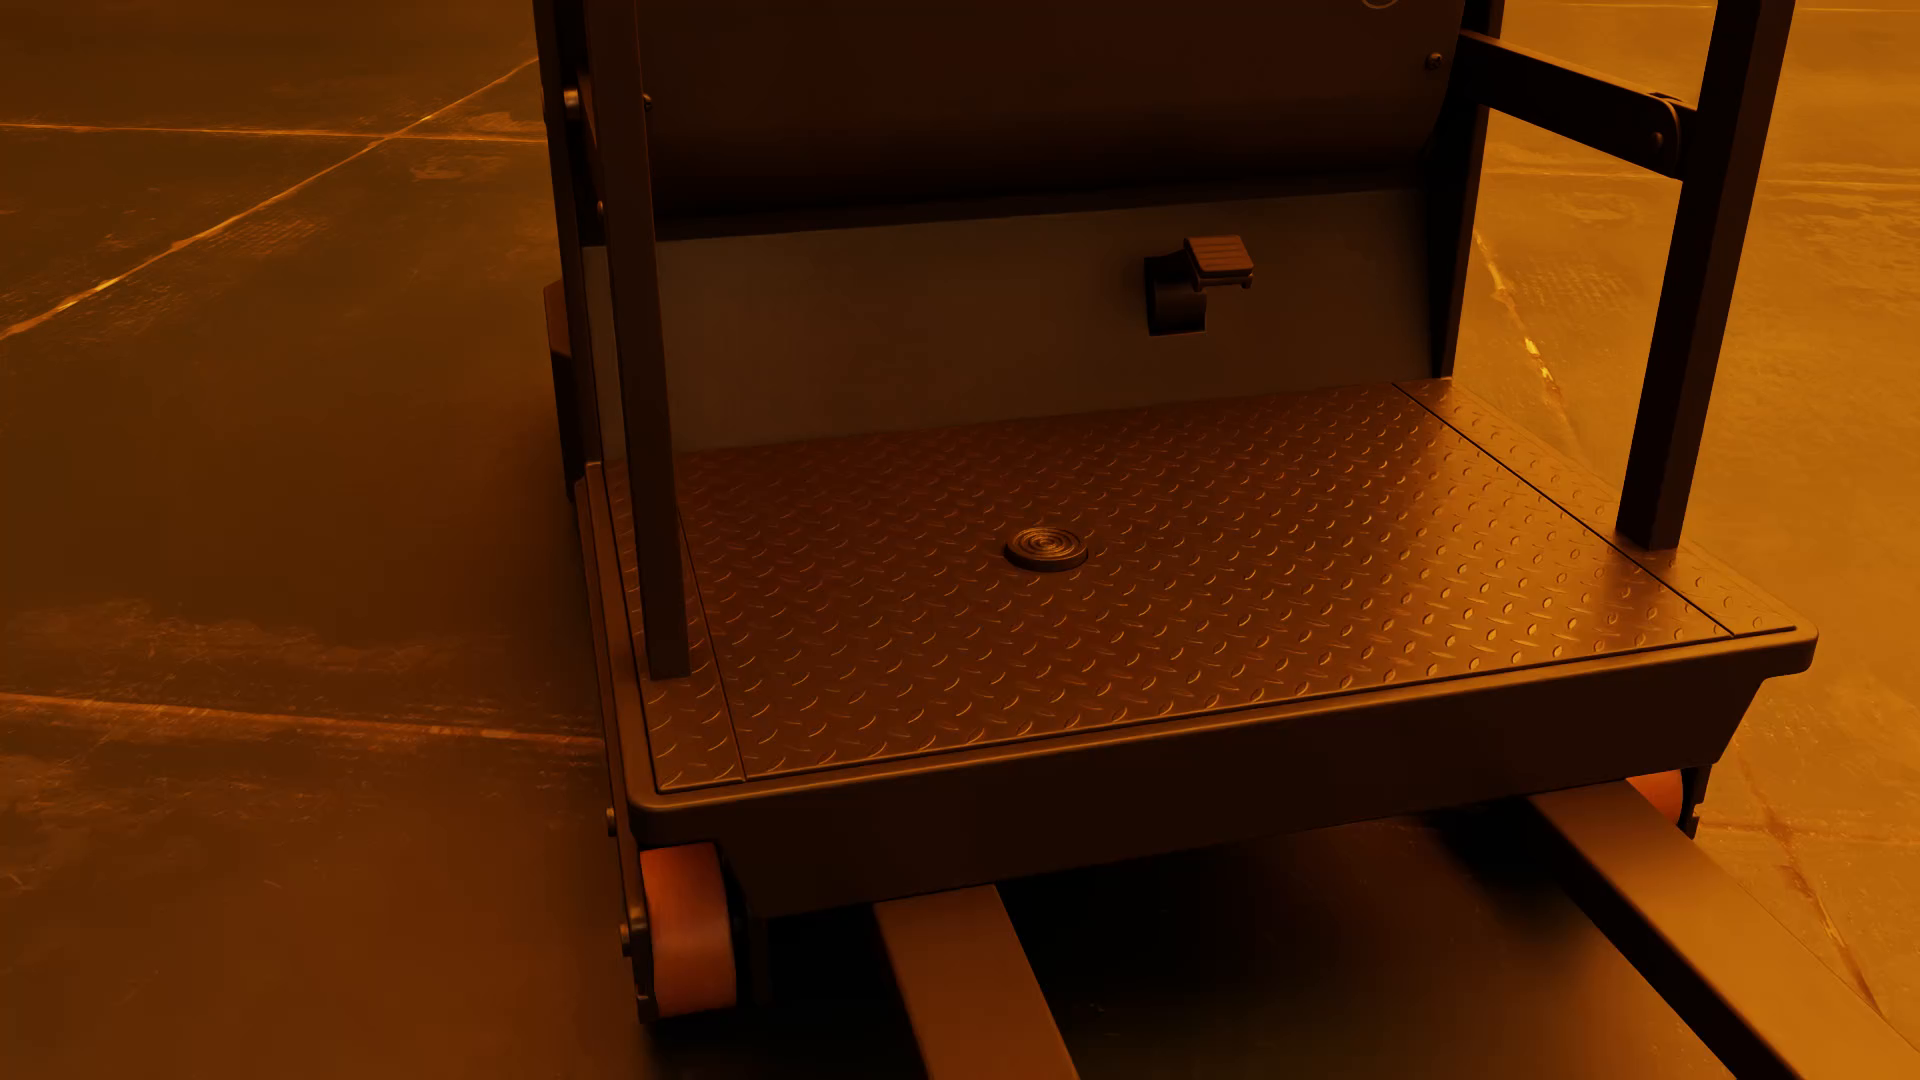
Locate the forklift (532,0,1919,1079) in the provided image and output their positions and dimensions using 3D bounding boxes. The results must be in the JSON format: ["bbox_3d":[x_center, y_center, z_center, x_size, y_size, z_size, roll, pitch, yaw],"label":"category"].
[{"bbox_3d":[0.153,-1.049,1.319,1.130,2.935,3.031,-7,27,-13],"label":"forklift"}]
